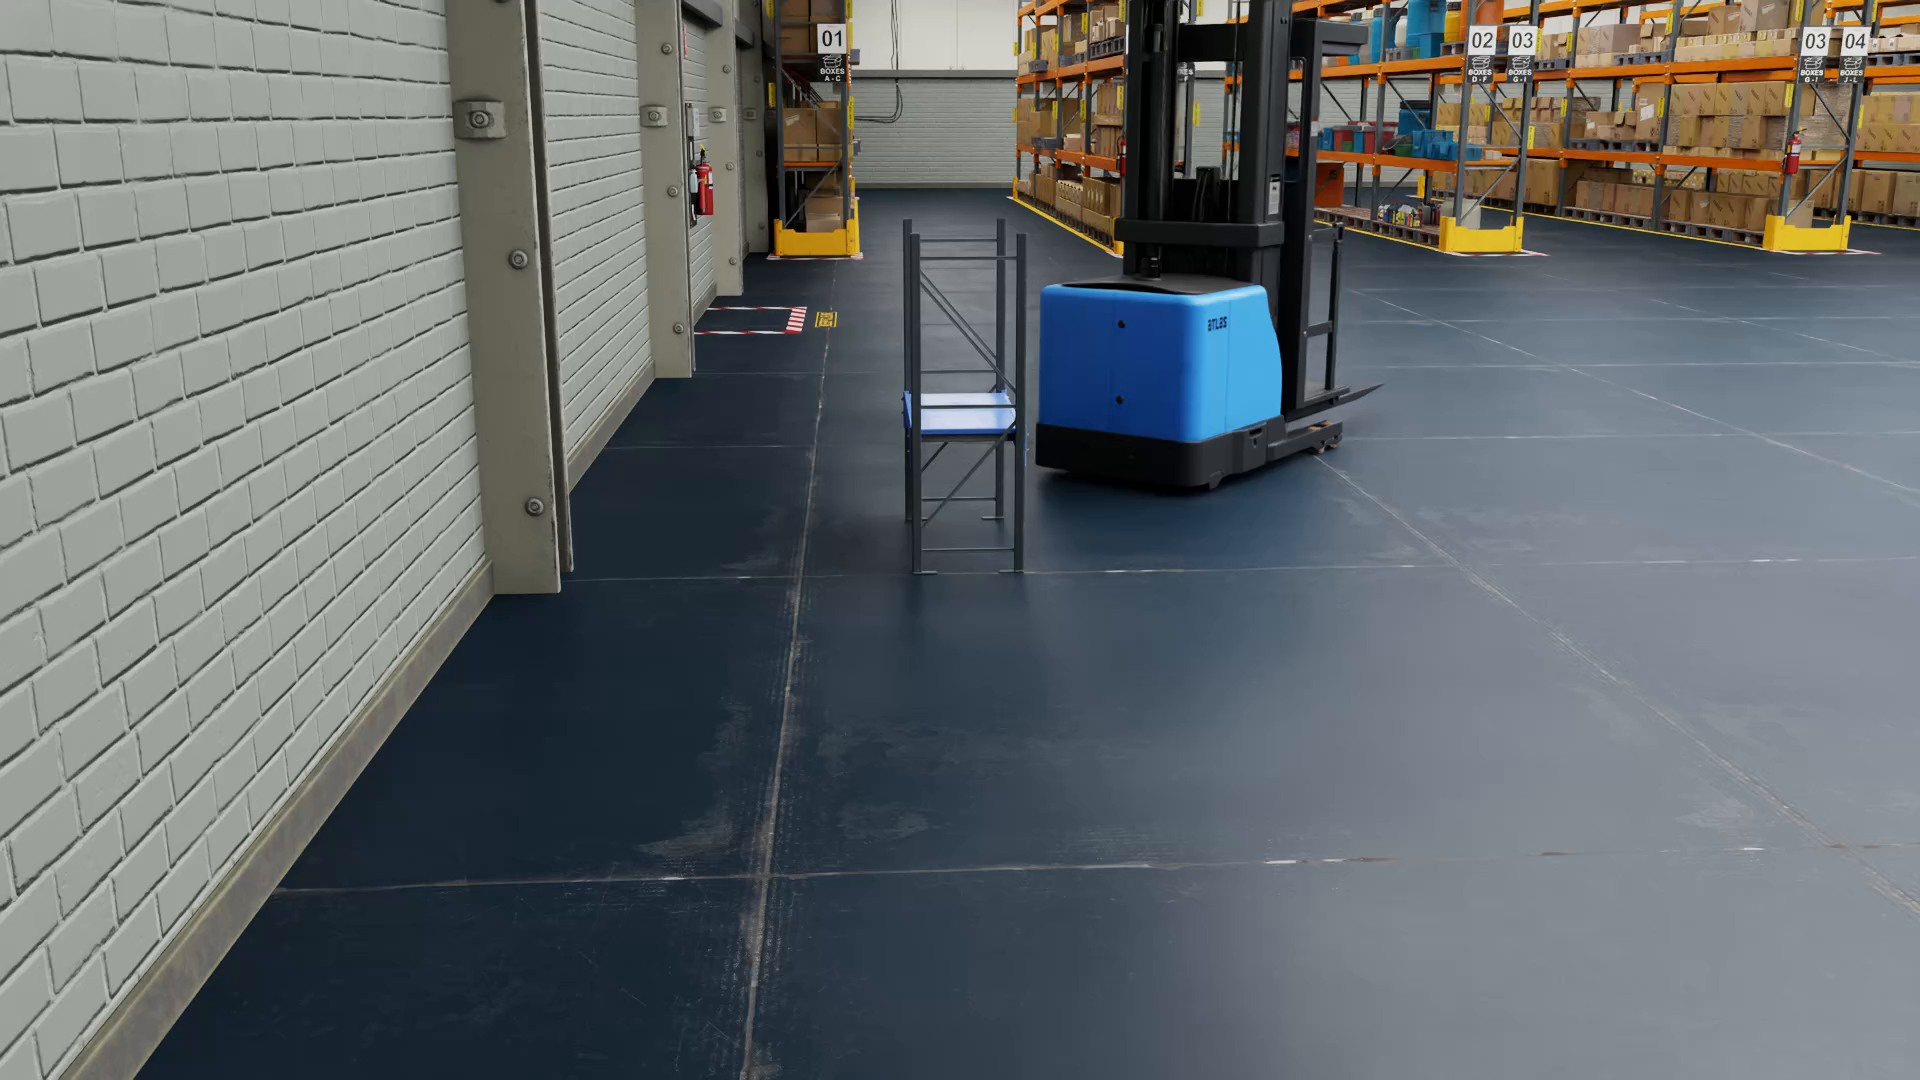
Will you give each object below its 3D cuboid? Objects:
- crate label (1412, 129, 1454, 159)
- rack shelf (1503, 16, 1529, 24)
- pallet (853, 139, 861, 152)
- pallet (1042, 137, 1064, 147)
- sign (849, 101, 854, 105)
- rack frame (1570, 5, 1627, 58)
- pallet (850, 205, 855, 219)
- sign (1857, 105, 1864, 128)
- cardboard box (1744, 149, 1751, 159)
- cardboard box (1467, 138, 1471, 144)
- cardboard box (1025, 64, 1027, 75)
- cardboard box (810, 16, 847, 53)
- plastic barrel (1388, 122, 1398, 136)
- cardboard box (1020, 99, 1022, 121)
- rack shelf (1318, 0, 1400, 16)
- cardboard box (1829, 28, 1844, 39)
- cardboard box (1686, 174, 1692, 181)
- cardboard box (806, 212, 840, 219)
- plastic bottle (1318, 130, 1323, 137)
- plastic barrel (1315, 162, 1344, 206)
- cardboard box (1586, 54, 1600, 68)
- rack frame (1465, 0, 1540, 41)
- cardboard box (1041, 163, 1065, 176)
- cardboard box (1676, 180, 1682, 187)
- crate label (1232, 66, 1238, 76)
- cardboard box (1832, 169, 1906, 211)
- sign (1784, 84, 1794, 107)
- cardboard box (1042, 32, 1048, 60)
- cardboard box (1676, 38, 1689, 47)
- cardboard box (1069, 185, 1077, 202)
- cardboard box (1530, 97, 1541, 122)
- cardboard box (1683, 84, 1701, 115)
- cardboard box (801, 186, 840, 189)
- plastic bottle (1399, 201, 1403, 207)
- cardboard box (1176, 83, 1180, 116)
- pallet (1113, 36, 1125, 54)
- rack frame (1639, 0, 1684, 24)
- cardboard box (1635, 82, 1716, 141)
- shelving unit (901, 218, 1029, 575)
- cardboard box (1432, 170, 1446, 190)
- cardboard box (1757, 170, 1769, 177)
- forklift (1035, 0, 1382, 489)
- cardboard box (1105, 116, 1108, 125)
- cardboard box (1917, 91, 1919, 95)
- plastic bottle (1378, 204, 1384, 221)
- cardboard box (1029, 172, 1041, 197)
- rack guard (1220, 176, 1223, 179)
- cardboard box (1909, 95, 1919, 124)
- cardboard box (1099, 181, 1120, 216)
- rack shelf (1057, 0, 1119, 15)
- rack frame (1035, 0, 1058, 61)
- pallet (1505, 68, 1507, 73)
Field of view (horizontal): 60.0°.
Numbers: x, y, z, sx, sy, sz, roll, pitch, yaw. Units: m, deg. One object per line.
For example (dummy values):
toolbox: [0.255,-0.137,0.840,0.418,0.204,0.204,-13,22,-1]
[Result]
crate label: [7.405,-6.212,26.079,0.502,0.435,0.616,-1,14,-3]
rack shelf: [11.865,-11.663,37.542,1.077,0.370,4.000,-1,14,-3]
pallet: [-2.444,-7.309,30.800,1.213,0.211,1.003,-1,14,-3]
pallet: [2.224,-8.046,33.663,1.003,0.211,1.213,-1,14,-3]
sign: [-2.053,-8.111,31.366,0.100,0.325,0.005,-1,14,-3]
rack frame: [12.237,-10.713,31.603,1.000,3.000,0.127,-1,14,-3]
pallet: [-2.568,-6.425,32.573,1.003,0.211,1.213,-1,14,-3]
sign: [13.274,-6.245,24.542,0.100,0.325,0.005,-1,14,-3]
cardboard box: [12.453,-6.012,25.879,0.380,0.149,0.250,-1,14,-3]
cardboard box: [11.595,-8.943,37.269,0.380,0.149,0.250,-1,14,-2]
cardboard box: [1.720,-10.520,37.175,0.500,0.250,0.500,-1,14,-3]
cardboard box: [-1.870,-7.186,23.675,0.500,0.500,0.500,-1,14,-2]
plastic barrel: [7.701,-7.043,29.108,0.433,0.535,0.433,0,14,0]
cardboard box: [1.658,-9.933,38.406,0.500,0.500,0.500,-1,14,-3]
rack shelf: [7.417,-9.597,29.512,1.077,0.370,4.000,-1,14,-3]
cardboard box: [12.946,-7.463,24.493,0.380,0.149,0.250,-1,14,-4]
cardboard box: [16.586,-8.174,37.458,0.380,0.149,0.250,-1,14,-4]
cardboard box: [-2.087,-4.814,25.231,0.500,0.311,0.500,0,14,1]
plastic bottle: [7.354,-8.168,33.853,0.144,0.351,0.185,-1,14,-3]
plastic barrel: [7.246,-7.005,32.743,0.600,0.830,0.708,-1,14,-3]
cardboard box: [12.043,-8.939,31.029,0.500,0.250,0.500,-1,14,-2]
rack frame: [7.789,-8.647,23.573,1.000,3.000,0.127,-1,14,-3]
cardboard box: [1.950,-7.643,34.340,0.500,0.250,0.500,-1,14,-3]
cardboard box: [16.593,-8.154,37.980,0.380,0.149,0.250,-1,14,-2]
crate label: [6.533,-10.867,38.519,0.408,0.251,0.502,-1,14,-3]
cardboard box: [17.199,-6.602,31.339,1.050,0.750,0.750,-1,14,-3]
sign: [12.177,-6.528,24.420,0.100,0.325,0.005,-1,14,-3]
cardboard box: [2.059,-10.277,34.684,0.600,0.600,0.600,-2,15,-9]
cardboard box: [12.197,-8.300,27.746,0.380,0.149,0.250,-1,14,-5]
cardboard box: [2.219,-6.154,29.473,0.500,0.311,0.500,-1,14,-4]
cardboard box: [12.122,-8.852,34.198,0.797,0.503,0.637,0,14,-2]
cardboard box: [12.291,-7.249,27.376,0.500,0.500,0.500,-1,14,-3]
cardboard box: [-2.482,-6.024,29.551,0.700,0.500,0.500,-1,14,-3]
plastic bottle: [7.321,-5.461,27.665,0.144,0.351,0.185,-1,14,-3]
cardboard box: [2.826,-6.472,24.356,0.700,0.500,0.500,-1,14,-3]
pallet: [2.827,-7.252,24.349,1.003,0.211,1.213,-1,14,-3]
rack frame: [16.698,-12.754,39.535,1.000,3.000,0.127,-1,14,-3]
cardboard box: [12.575,-7.506,29.133,1.000,1.000,1.000,-1,14,-3]
shelving unit: [0.005,-0.705,7.757,0.538,1.500,1.048,-1,14,-3]
cardboard box: [11.861,-8.813,39.682,0.875,0.875,0.875,-1,14,-3]
cardboard box: [16.832,-7.633,34.341,0.500,0.250,0.500,-1,14,-2]
forklift: [1.697,-2.005,9.935,1.130,2.935,3.031,10,18,35]
cardboard box: [2.505,-6.633,26.283,0.380,0.149,0.250,-1,14,-5]
cardboard box: [21.635,-9.941,37.133,0.380,0.149,0.250,-1,14,-2]
plastic bottle: [7.124,-5.542,28.137,0.097,0.271,0.097,0,14,0]
cardboard box: [1.783,-7.790,36.416,0.500,0.500,0.500,-1,14,-3]
rack guard: [6.783,-8.516,40.120,1.175,0.500,0.348,-1,14,-3]
cardboard box: [17.371,-7.648,29.523,0.700,0.500,0.500,-1,14,-4]
cardboard box: [2.438,-5.278,25.690,0.500,0.500,0.500,-1,14,-3]
rack shelf: [2.473,-9.521,29.218,1.077,0.370,4.000,-1,14,-3]
rack frame: [2.102,-11.555,34.878,1.000,3.000,0.127,-1,14,-3]
pallet: [12.095,-9.935,34.983,0.805,0.209,1.217,-1,15,-6]
